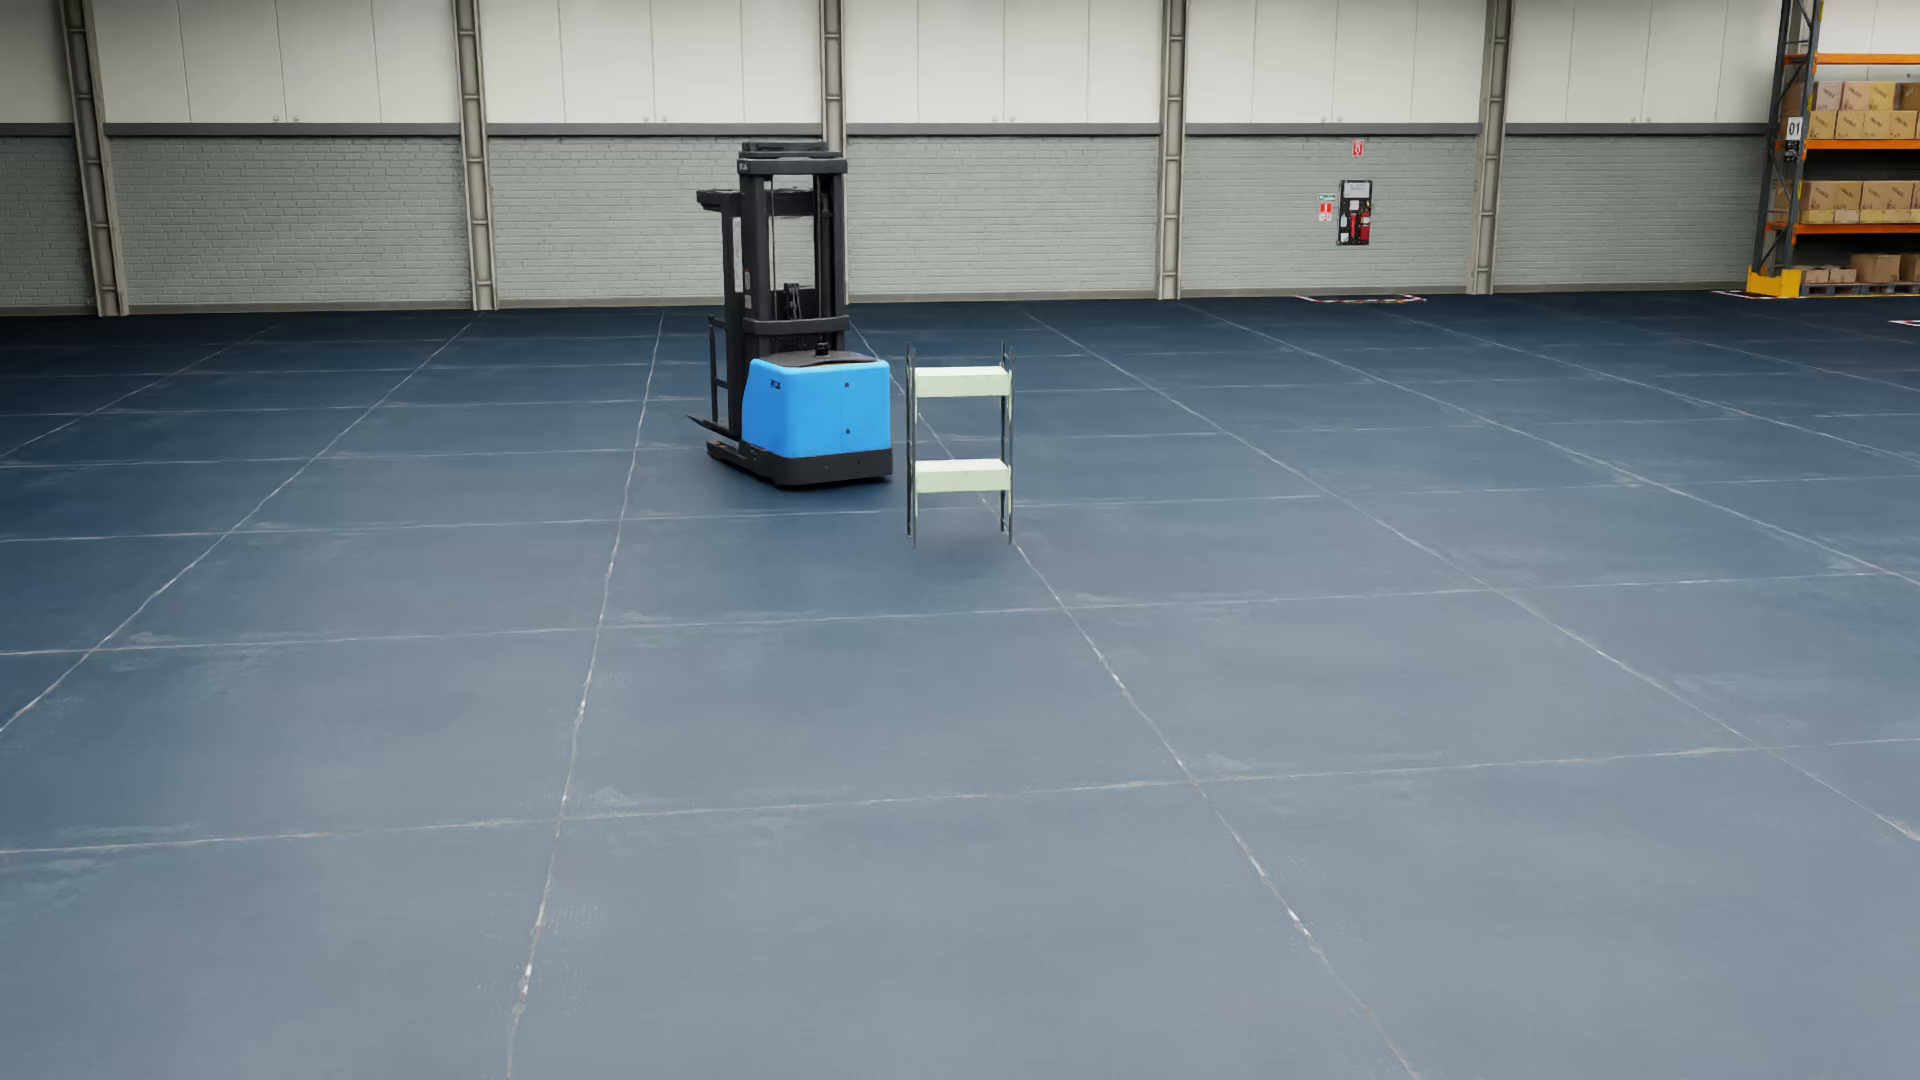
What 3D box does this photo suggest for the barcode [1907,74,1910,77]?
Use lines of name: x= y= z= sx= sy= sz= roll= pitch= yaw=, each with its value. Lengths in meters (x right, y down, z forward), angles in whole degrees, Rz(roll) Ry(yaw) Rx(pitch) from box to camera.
barcode: x=17.582 y=-8.613 z=30.827 sx=0.075 sy=0.075 sz=0.001 roll=-2 pitch=14 yaw=-8

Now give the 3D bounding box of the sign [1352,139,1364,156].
sign: x=7.223 y=-7.122 z=30.189 sx=0.199 sy=0.298 sz=0.001 roll=-2 pitch=14 yaw=-8

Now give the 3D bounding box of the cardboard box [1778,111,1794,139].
cardboard box: x=15.440 y=-7.628 z=30.557 sx=0.500 sy=0.500 sz=0.500 roll=-1 pitch=14 yaw=-4

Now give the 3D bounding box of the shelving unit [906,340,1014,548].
shelving unit: x=-0.007 y=-0.727 z=12.538 sx=0.755 sy=1.500 sz=0.431 roll=-2 pitch=14 yaw=-8

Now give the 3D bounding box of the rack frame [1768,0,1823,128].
rack frame: x=15.065 y=-8.948 z=29.904 sx=0.127 sy=3.000 sz=1.000 roll=-2 pitch=14 yaw=-8

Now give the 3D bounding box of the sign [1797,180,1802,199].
sign: x=15.146 y=-6.328 z=30.008 sx=0.005 sy=0.325 sz=0.100 roll=-2 pitch=14 yaw=-8

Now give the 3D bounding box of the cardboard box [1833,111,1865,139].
cardboard box: x=15.969 y=-7.514 z=30.106 sx=0.500 sy=0.500 sz=0.500 roll=-1 pitch=14 yaw=-5

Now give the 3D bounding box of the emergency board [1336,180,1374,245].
emergency board: x=7.246 y=-5.974 z=30.377 sx=0.643 sy=1.169 sz=0.194 roll=-2 pitch=14 yaw=-8

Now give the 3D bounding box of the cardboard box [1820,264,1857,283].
cardboard box: x=16.326 y=-4.972 z=31.003 sx=0.500 sy=0.311 sz=0.500 roll=-1 pitch=14 yaw=-4

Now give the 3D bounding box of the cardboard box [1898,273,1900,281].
cardboard box: x=17.436 y=-4.961 z=31.293 sx=0.250 sy=0.149 sz=0.380 roll=-3 pitch=14 yaw=-13

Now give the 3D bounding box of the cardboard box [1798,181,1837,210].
cardboard box: x=15.582 y=-6.284 z=30.339 sx=0.500 sy=0.500 sz=0.500 roll=-2 pitch=14 yaw=-8

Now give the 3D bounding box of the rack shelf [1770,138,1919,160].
rack shelf: x=17.043 y=-7.217 z=30.645 sx=4.000 sy=0.370 sz=1.077 roll=-2 pitch=14 yaw=-8

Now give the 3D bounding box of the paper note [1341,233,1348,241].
paper note: x=7.061 y=-5.557 z=30.525 sx=0.142 sy=0.148 sz=0.016 roll=-2 pitch=14 yaw=-8

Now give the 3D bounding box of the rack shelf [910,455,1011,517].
rack shelf: x=-0.007 y=-0.411 z=12.618 sx=0.720 sy=0.370 sz=0.431 roll=-2 pitch=14 yaw=-8

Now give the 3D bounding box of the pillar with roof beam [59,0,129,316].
pillar with roof beam: x=-13.395 y=-7.059 z=22.370 sx=0.400 sy=9.000 sz=9.100 roll=-2 pitch=14 yaw=-8

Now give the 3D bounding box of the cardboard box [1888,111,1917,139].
cardboard box: x=17.009 y=-7.559 z=30.283 sx=0.500 sy=0.500 sz=0.500 roll=-1 pitch=14 yaw=-5

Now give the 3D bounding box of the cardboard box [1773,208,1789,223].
cardboard box: x=15.498 y=-6.039 z=30.903 sx=0.500 sy=0.250 sz=0.500 roll=-2 pitch=14 yaw=-7

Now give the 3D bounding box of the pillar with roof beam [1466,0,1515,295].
pillar with roof beam: x=10.337 y=-7.929 z=25.838 sx=0.400 sy=9.000 sz=9.100 roll=-2 pitch=14 yaw=-8

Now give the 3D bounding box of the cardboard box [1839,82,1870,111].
cardboard box: x=15.986 y=-7.998 z=29.979 sx=0.500 sy=0.500 sz=0.500 roll=-2 pitch=14 yaw=-9

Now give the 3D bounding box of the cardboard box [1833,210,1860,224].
cardboard box: x=16.106 y=-5.939 z=30.504 sx=0.500 sy=0.250 sz=0.500 roll=-3 pitch=14 yaw=-10

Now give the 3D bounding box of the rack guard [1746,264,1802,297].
rack guard: x=15.140 y=-4.829 z=30.949 sx=0.348 sy=0.500 sz=1.175 roll=-2 pitch=14 yaw=-8

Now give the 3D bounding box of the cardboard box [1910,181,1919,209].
cardboard box: x=17.607 y=-6.357 z=30.631 sx=0.500 sy=0.500 sz=0.500 roll=-3 pitch=14 yaw=-10

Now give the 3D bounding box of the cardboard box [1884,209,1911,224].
cardboard box: x=17.111 y=-5.974 z=30.643 sx=0.500 sy=0.250 sz=0.500 roll=-2 pitch=14 yaw=-8

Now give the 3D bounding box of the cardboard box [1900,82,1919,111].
cardboard box: x=17.510 y=-8.054 z=30.203 sx=0.500 sy=0.500 sz=0.500 roll=-3 pitch=14 yaw=-10

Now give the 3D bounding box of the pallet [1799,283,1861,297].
pallet: x=15.949 y=-4.710 z=31.067 sx=1.213 sy=0.211 sz=1.003 roll=-2 pitch=14 yaw=-8

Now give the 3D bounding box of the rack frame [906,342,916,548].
rack frame: x=-0.369 y=-0.714 z=12.486 sx=0.023 sy=1.500 sz=0.400 roll=-2 pitch=14 yaw=-8

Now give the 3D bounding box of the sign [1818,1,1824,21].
sign: x=15.146 y=-9.309 z=29.260 sx=0.005 sy=0.325 sz=0.100 roll=-2 pitch=14 yaw=-8

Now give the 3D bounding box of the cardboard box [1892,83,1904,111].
cardboard box: x=16.980 y=-8.166 z=30.650 sx=0.500 sy=0.500 sz=0.500 roll=-2 pitch=14 yaw=-8

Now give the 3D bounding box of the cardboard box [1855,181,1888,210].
cardboard box: x=16.584 y=-6.317 z=30.469 sx=0.500 sy=0.500 sz=0.500 roll=-3 pitch=14 yaw=-10

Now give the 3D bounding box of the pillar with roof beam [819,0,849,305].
pillar with roof beam: x=-1.529 y=-7.494 z=24.104 sx=0.400 sy=9.000 sz=9.100 roll=-2 pitch=14 yaw=-8

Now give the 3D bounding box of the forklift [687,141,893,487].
forklift: x=-1.751 y=-2.195 z=15.450 sx=1.130 sy=2.935 sz=3.031 roll=-8 pitch=16 yaw=-28
